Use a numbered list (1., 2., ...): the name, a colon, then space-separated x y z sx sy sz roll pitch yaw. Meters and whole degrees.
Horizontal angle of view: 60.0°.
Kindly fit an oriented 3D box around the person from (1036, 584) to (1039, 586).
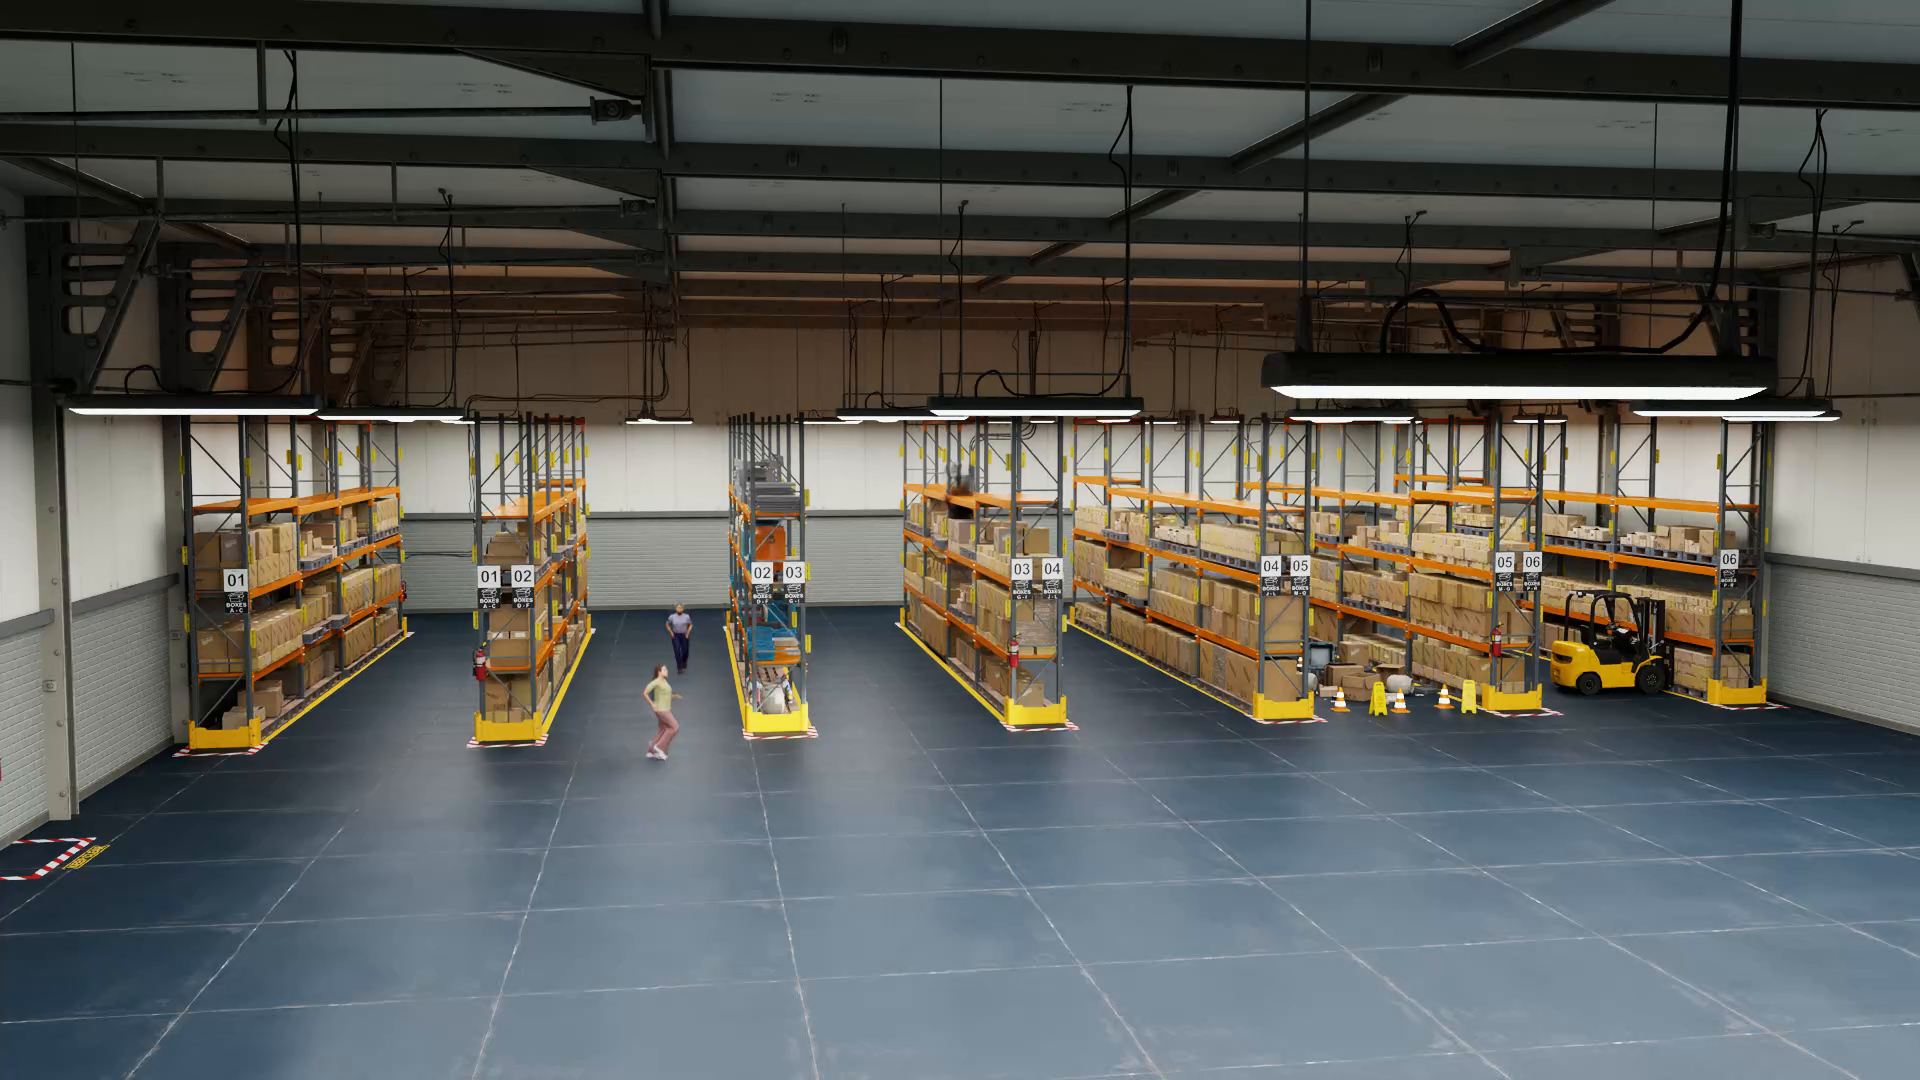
1. person: 1.932 1.624 48.448 0.714 1.619 0.760 4 5 43

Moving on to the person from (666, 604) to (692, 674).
1. person: -6.543 2.285 38.747 0.614 1.618 0.578 -1 4 -15

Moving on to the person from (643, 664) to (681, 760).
1. person: -5.091 2.942 28.544 0.635 1.647 0.551 0 4 7

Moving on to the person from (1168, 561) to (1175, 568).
1. person: 6.395 1.478 50.240 0.742 1.713 0.560 -1 4 -14
